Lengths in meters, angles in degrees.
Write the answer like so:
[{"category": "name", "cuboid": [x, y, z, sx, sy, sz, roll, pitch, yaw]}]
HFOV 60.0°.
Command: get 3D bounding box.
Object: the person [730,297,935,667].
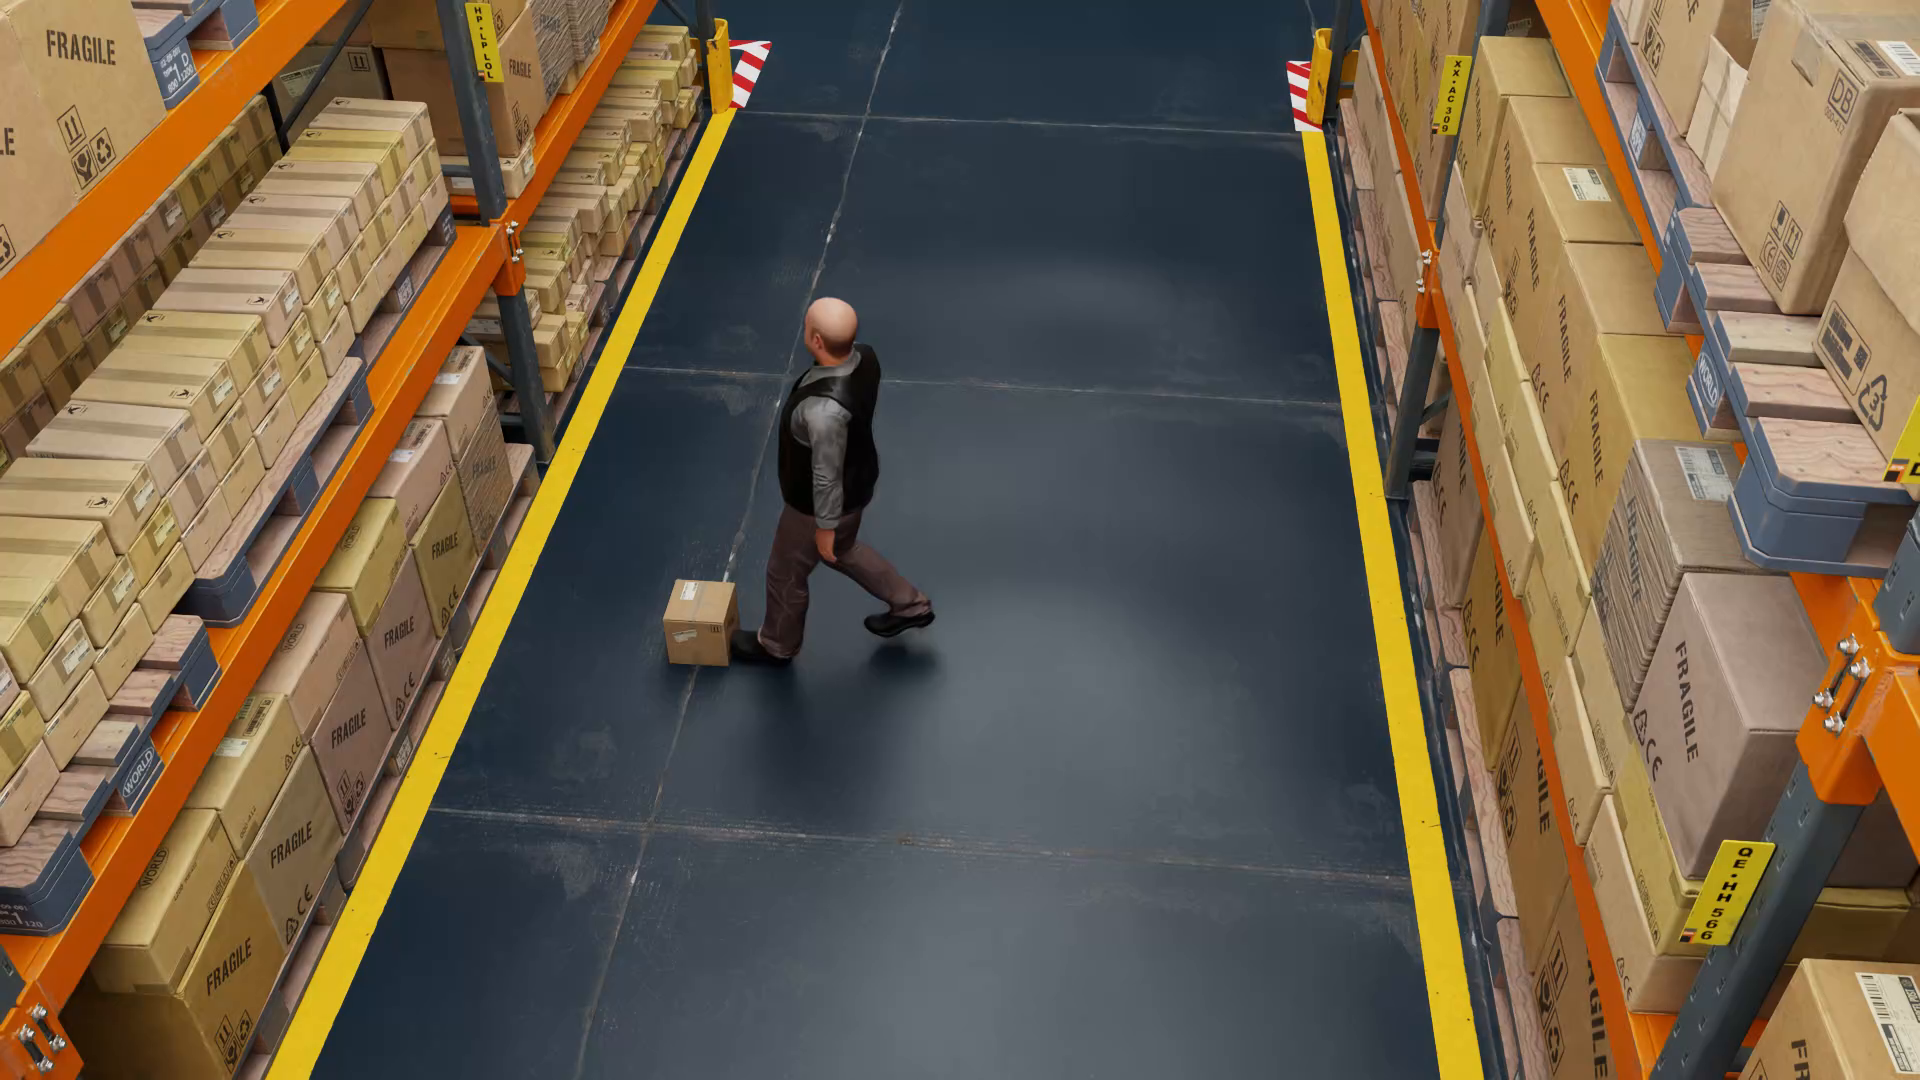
[{"category": "person", "cuboid": [-0.544, -0.204, 6.435, 0.844, 1.694, 0.549, 9, 41, 11]}]
